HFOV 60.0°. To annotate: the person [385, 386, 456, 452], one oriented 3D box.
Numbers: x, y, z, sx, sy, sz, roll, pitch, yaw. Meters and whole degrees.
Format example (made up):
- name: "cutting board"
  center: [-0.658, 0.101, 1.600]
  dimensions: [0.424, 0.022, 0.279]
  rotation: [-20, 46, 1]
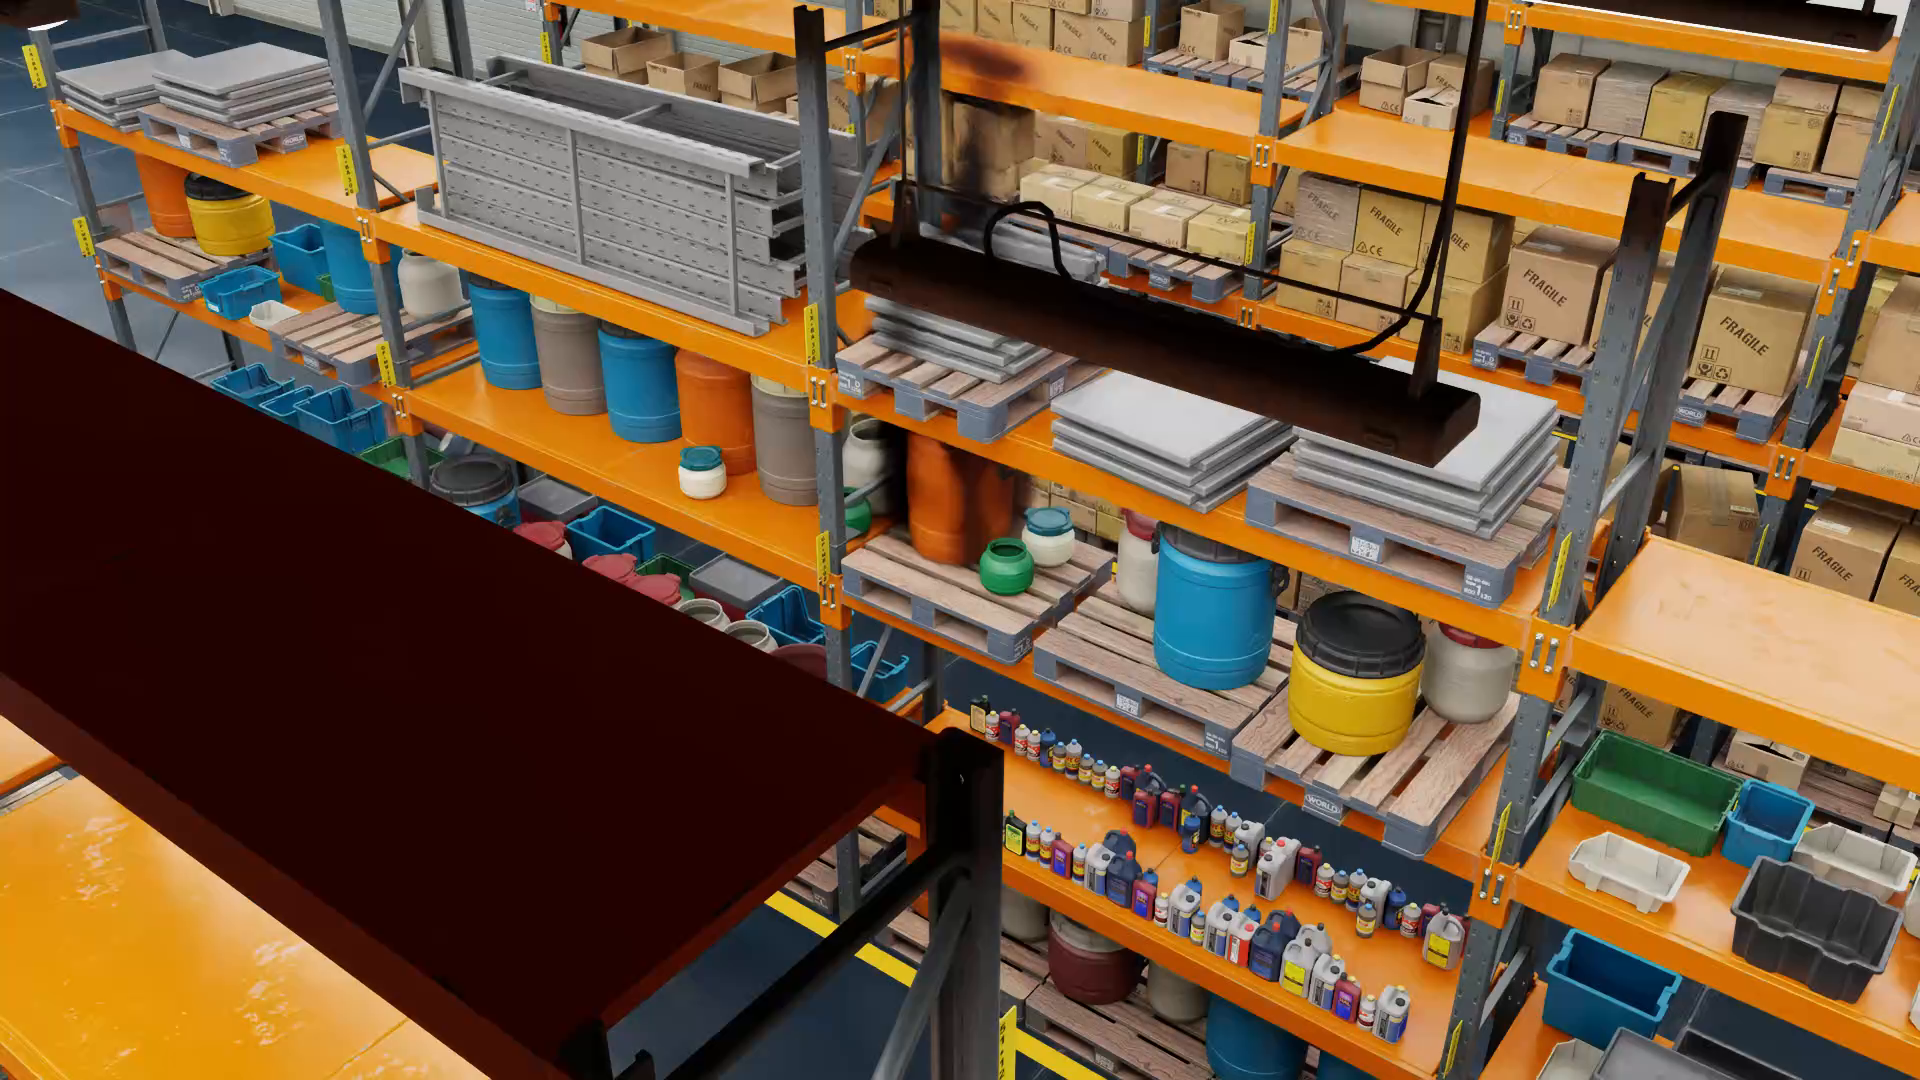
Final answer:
- name: "person"
  center: [-5.357, -1.494, 16.180]
  dimensions: [0.731, 1.677, 0.628]
  rotation: [-8, 32, -12]
